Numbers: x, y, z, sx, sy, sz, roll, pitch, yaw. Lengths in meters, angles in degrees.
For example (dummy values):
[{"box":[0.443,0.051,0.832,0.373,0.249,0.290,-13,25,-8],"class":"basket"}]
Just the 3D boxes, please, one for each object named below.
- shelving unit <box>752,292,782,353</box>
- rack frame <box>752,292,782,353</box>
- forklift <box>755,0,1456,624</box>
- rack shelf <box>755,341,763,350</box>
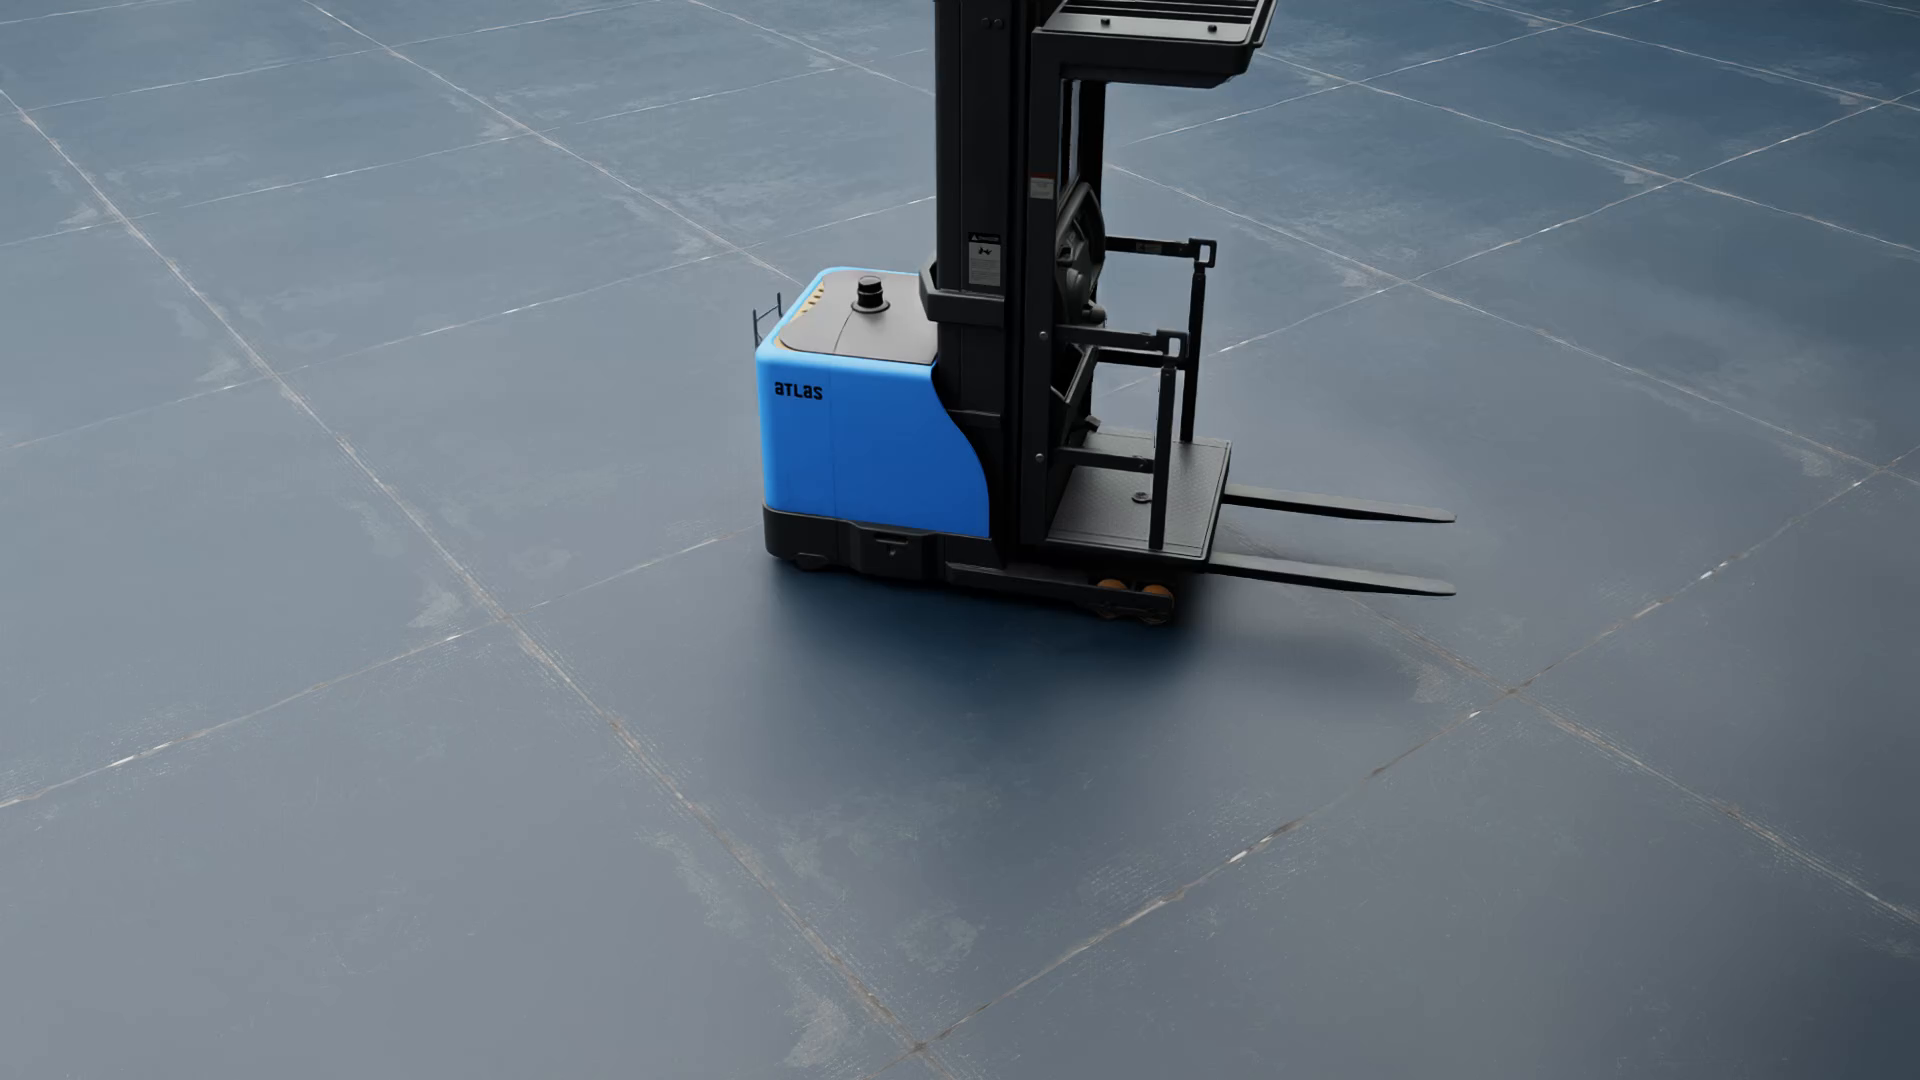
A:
[{"box":[-0.824,-0.725,8.064,0.210,0.900,0.258,15,35,22],"class":"shelving unit"},{"box":[-0.915,-0.749,8.102,0.006,0.900,0.240,15,35,22],"class":"rack frame"},{"box":[0.688,-1.193,6.892,3.031,2.935,1.130,7,33,12],"class":"forklift"},{"box":[-0.824,-0.926,7.939,0.200,0.077,0.258,15,35,22],"class":"rack shelf"}]
